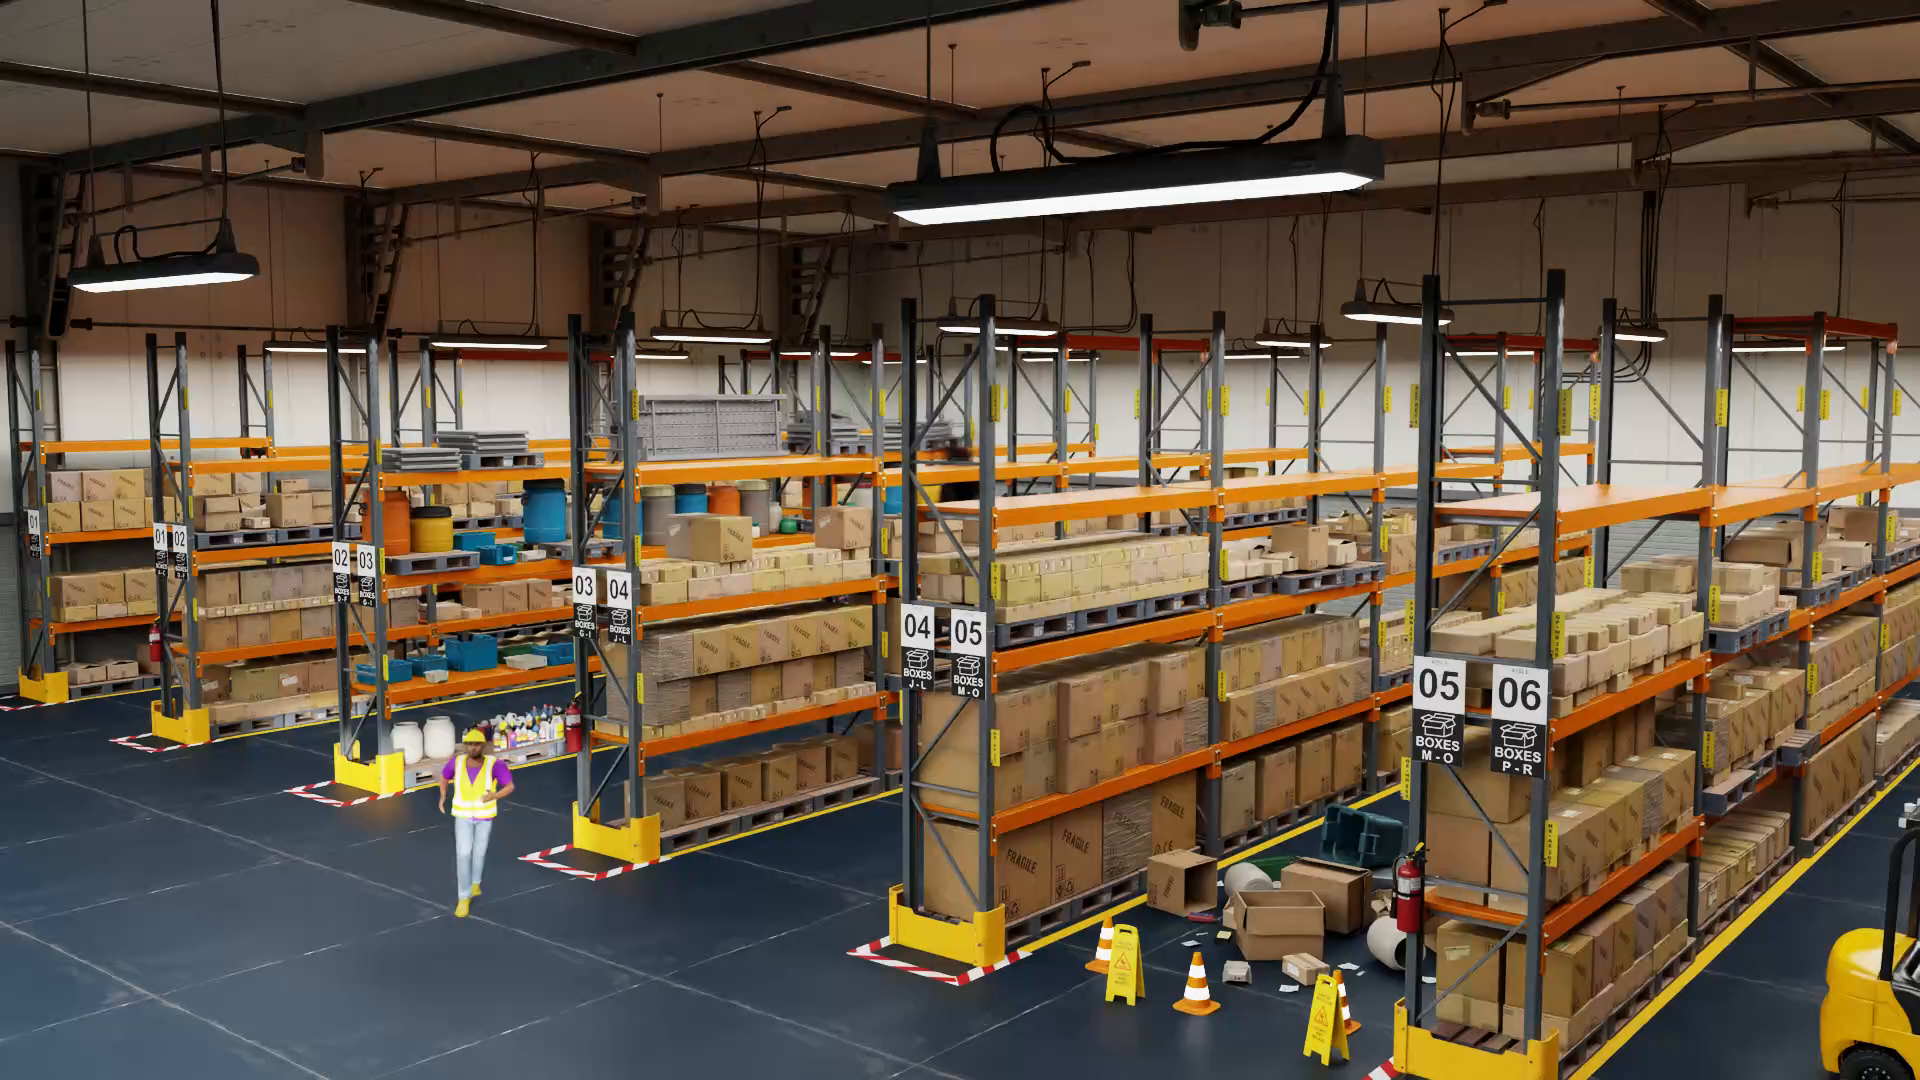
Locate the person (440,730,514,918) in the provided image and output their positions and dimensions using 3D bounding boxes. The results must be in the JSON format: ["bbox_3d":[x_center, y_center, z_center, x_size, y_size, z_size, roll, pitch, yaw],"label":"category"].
[{"bbox_3d":[-4.824,2.792,16.637,0.723,1.833,0.725,-1,5,-14],"label":"person"}]

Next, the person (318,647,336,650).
[{"bbox_3d":[-10.787,1.751,28.458,0.712,1.739,0.652,4,6,36],"label":"person"}]

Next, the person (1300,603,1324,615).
[{"bbox_3d":[5.868,1.780,27.674,0.665,1.755,0.939,4,6,36],"label":"person"}]
